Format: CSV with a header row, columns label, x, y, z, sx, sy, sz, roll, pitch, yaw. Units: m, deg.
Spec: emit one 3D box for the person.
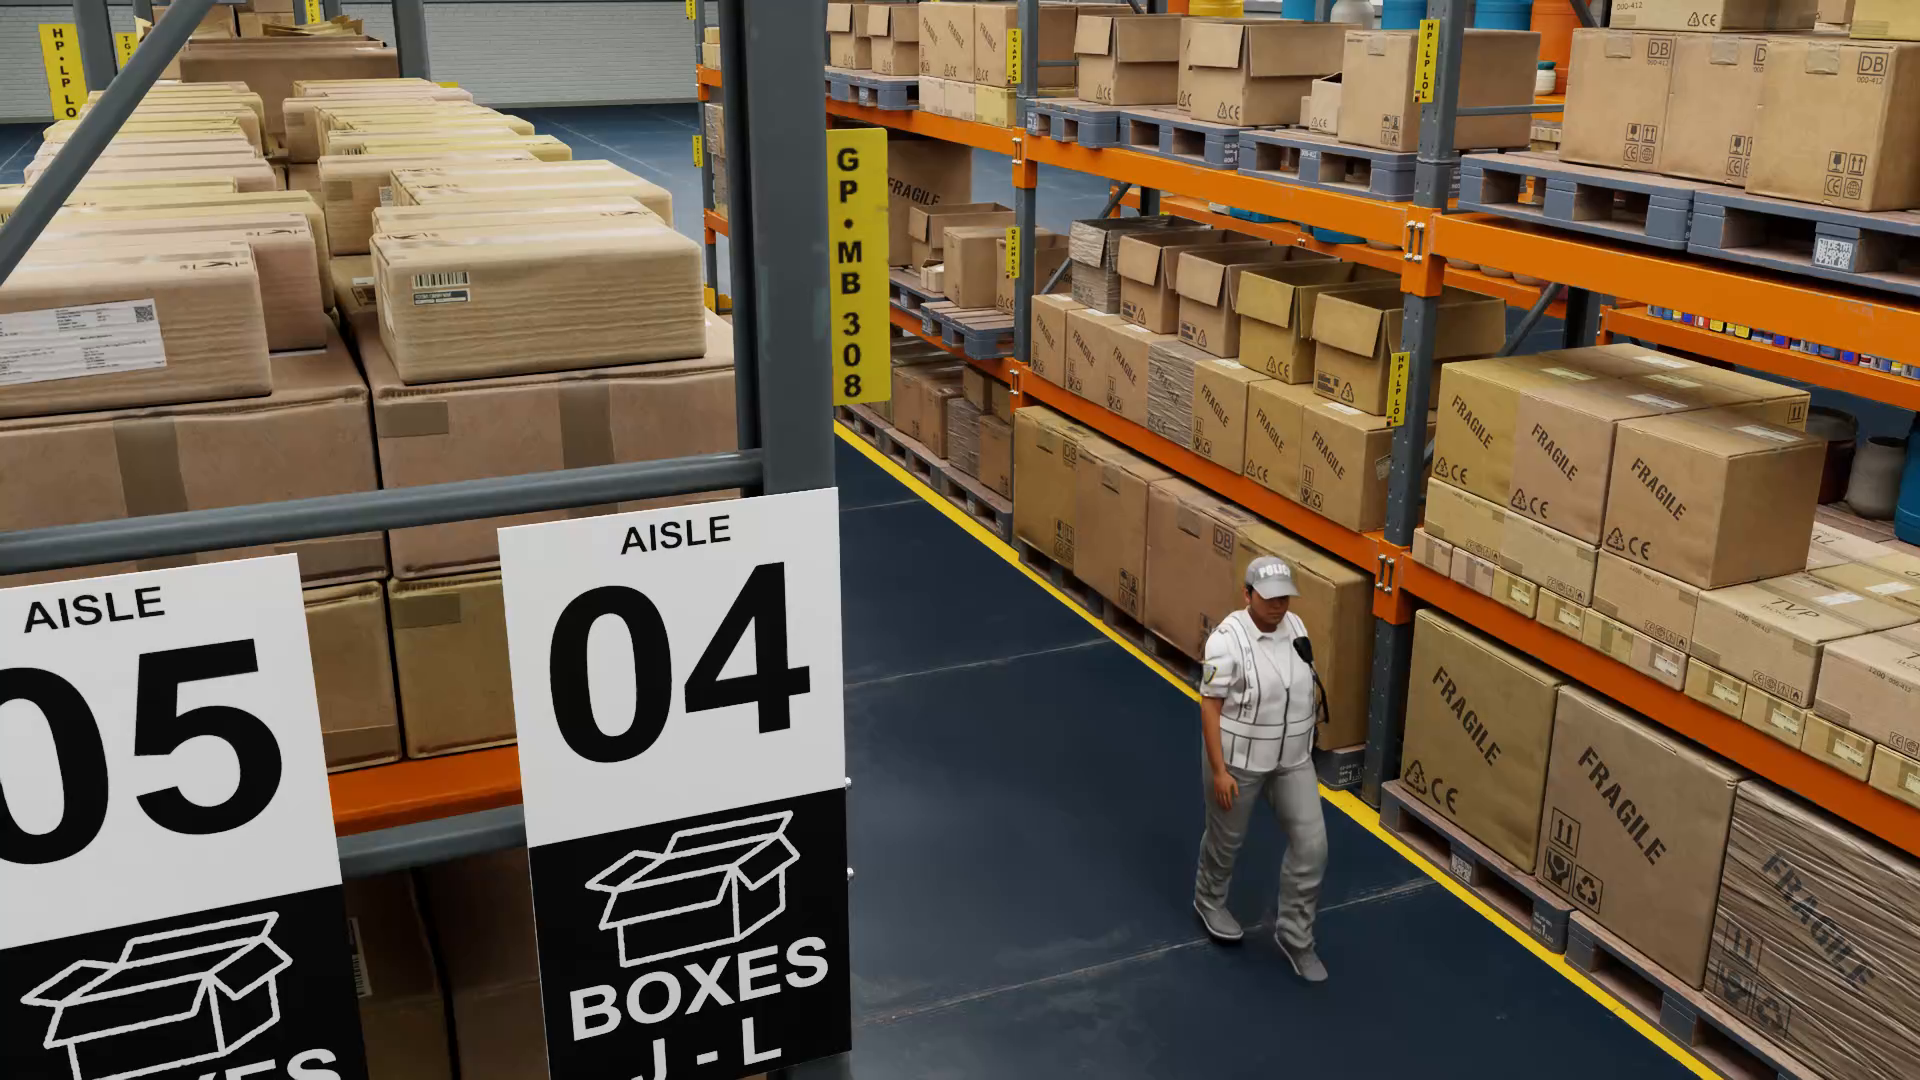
label,x,y,z,sx,sy,sz,roll,pitch,yaw
person,1.178,0.899,6.507,0.512,1.730,0.630,-6,20,-18
